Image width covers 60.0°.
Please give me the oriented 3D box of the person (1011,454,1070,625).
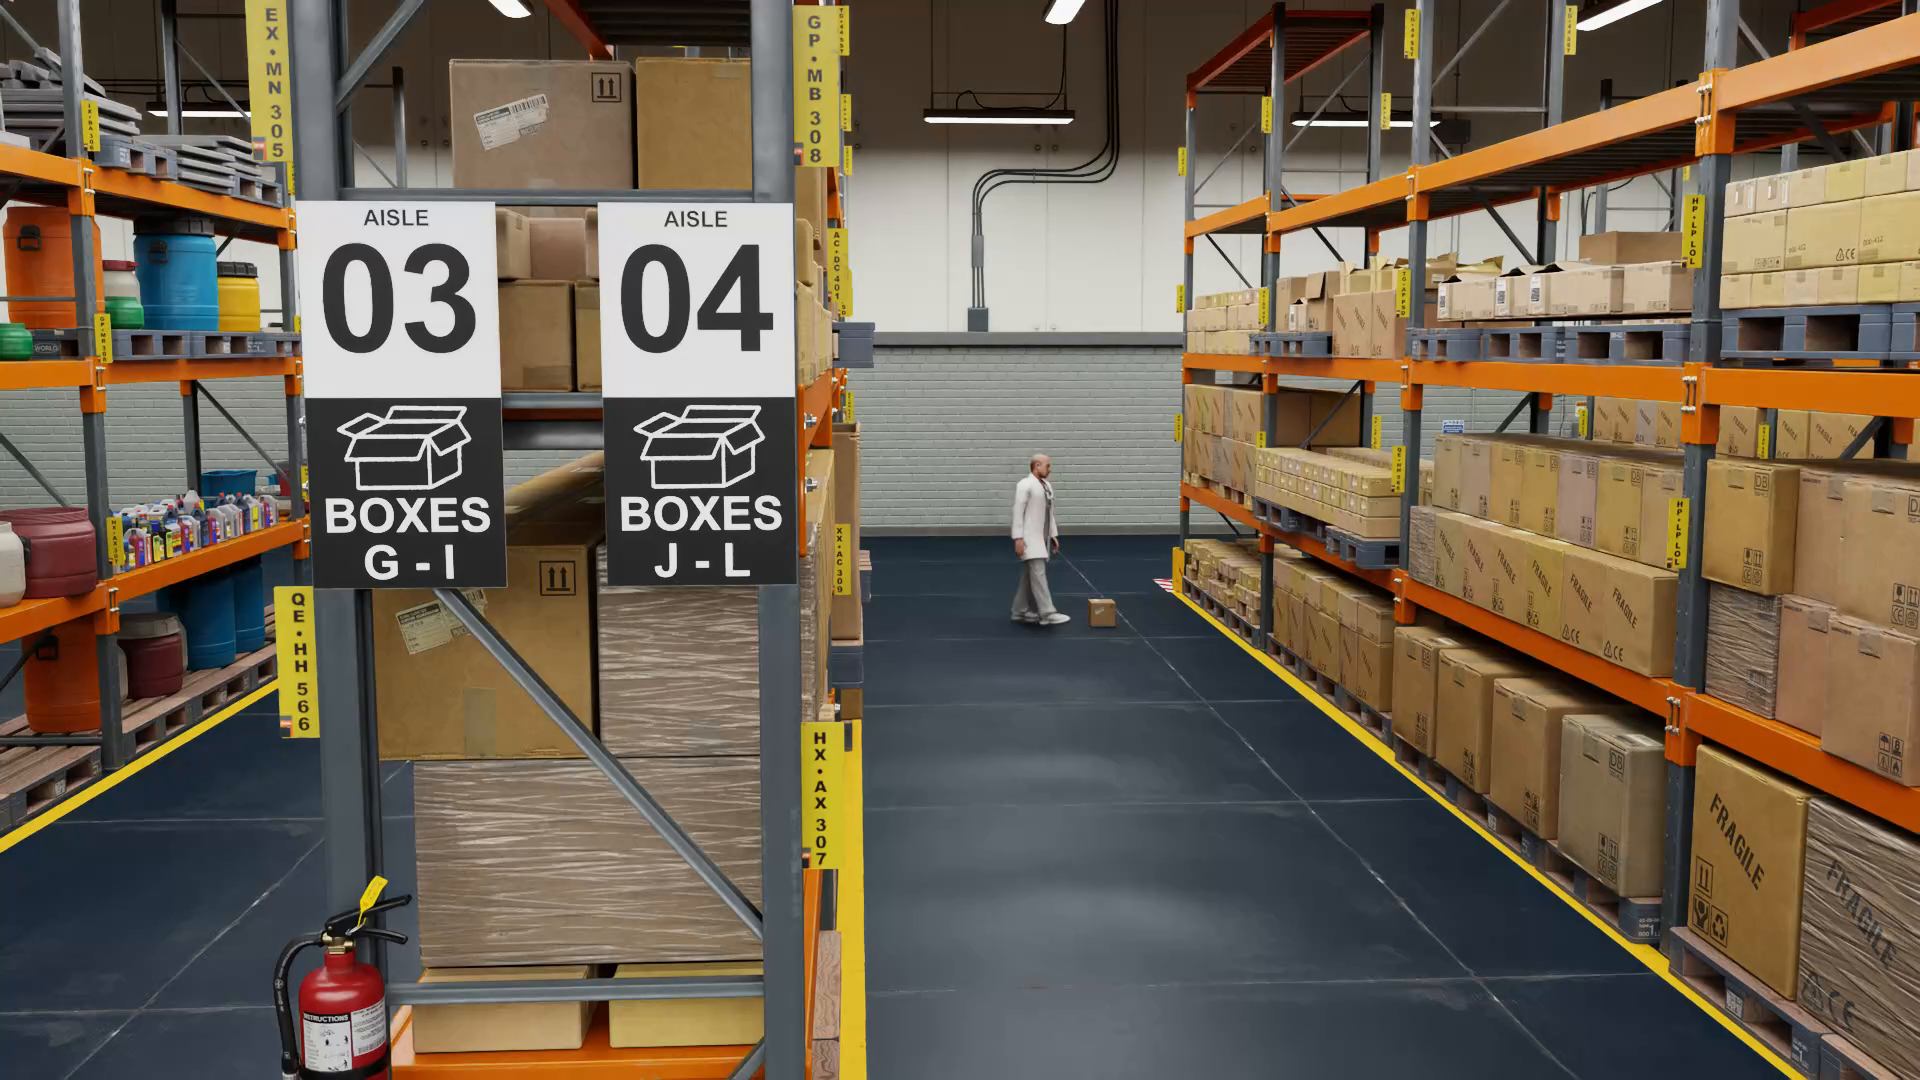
[{"bbox_3d":[0.868,-0.007,17.211,0.831,1.756,0.617,4,8,32],"label":"person"}]
